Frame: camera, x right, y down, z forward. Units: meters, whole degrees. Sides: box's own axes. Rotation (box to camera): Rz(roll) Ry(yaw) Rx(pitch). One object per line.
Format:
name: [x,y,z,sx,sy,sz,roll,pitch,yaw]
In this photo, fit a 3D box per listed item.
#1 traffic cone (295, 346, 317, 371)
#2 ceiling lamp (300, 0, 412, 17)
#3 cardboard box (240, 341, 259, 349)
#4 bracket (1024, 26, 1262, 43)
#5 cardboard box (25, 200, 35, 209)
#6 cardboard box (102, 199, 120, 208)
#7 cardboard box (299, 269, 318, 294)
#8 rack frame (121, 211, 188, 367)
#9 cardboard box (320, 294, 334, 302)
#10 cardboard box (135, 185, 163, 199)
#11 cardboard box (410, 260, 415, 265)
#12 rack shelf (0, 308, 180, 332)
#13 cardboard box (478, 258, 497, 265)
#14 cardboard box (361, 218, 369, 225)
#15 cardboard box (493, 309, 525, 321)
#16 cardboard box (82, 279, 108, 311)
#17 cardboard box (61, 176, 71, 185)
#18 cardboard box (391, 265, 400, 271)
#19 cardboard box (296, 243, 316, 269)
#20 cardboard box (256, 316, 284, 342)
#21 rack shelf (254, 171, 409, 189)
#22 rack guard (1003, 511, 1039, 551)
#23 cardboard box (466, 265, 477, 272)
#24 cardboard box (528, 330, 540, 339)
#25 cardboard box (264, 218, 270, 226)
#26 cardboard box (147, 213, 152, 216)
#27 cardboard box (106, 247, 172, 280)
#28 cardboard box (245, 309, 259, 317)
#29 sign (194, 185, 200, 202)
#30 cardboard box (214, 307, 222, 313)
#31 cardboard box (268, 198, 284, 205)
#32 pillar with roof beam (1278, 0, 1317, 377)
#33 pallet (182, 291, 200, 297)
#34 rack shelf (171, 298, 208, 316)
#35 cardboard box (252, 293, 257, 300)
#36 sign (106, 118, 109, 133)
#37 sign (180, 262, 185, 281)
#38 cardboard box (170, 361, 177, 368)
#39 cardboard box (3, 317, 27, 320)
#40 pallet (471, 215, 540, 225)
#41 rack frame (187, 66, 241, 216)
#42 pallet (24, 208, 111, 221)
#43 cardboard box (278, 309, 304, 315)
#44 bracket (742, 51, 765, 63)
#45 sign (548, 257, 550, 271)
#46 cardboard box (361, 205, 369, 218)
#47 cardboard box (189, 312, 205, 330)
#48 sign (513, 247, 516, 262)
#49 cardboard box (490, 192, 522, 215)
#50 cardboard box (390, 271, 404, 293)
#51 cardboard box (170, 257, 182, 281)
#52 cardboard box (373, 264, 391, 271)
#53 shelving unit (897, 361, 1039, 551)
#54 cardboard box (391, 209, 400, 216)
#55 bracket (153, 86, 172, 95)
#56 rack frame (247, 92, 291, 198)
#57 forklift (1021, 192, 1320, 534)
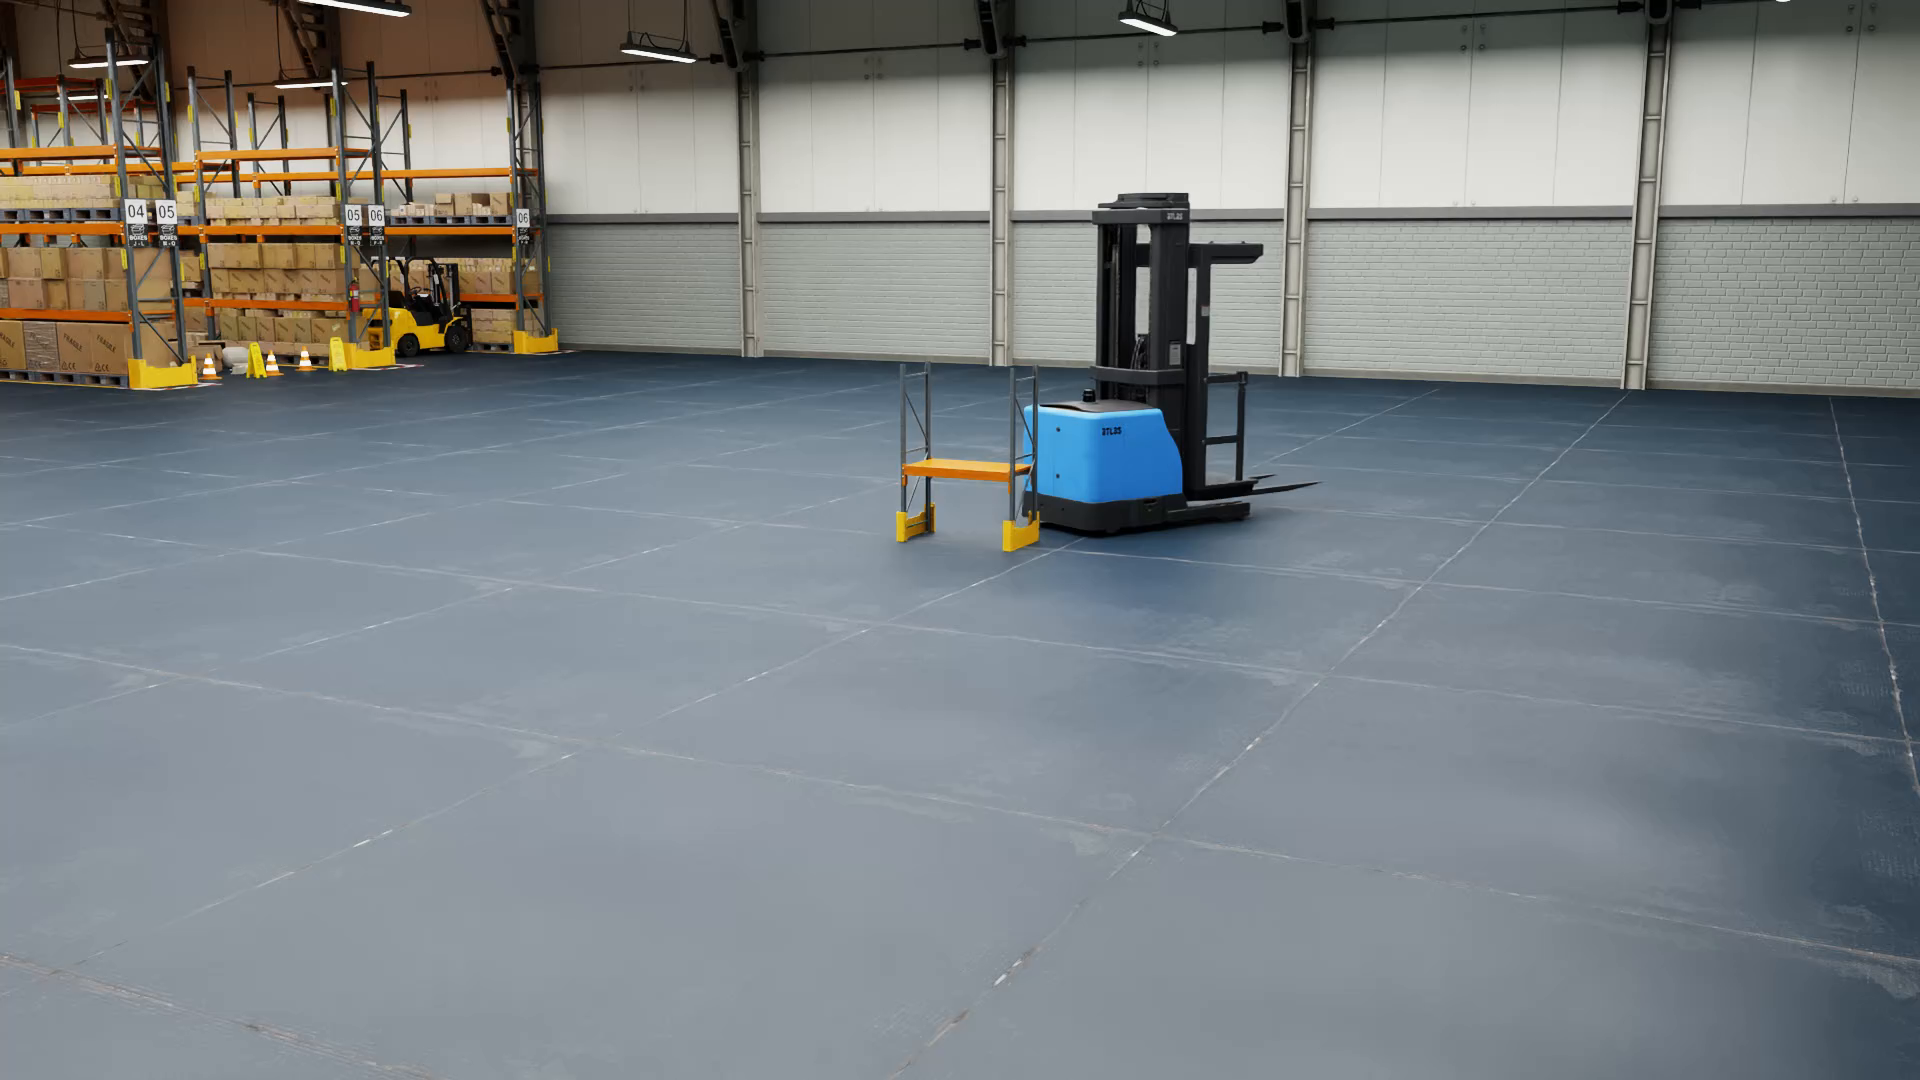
traffic cone: [-12.846,-3.564,32.621,0.334,0.463,0.336,5,11,26]
ceiling lamp: [-8.589,-9.272,23.805,0.800,3.185,2.000,5,11,26]
cardboard box: [-14.583,-4.023,34.577,0.500,0.250,0.500,6,12,29]
bracket: [3.380,-9.460,31.123,4.783,0.066,0.076,5,11,26]
cardboard box: [-16.257,-5.926,29.373,0.250,0.149,0.380,5,11,26]
cardboard box: [-14.437,-5.766,28.488,0.250,0.149,0.380,5,11,26]
cardboard box: [-12.945,-5.219,33.526,0.500,0.500,0.500,5,11,26]
rack frame: [-13.989,-4.185,28.934,0.127,3.000,1.000,5,11,26]
cardboard box: [-12.596,-4.858,33.355,0.250,0.149,0.380,5,11,25]
cardboard box: [-14.308,-6.069,29.044,0.500,0.250,0.500,5,11,26]
cardboard box: [-12.622,-6.510,38.838,0.250,0.149,0.380,5,11,25]
rack shelf: [-15.783,-3.989,29.869,4.000,0.370,1.077,5,11,26]
cardboard box: [-10.783,-6.349,37.949,0.250,0.149,0.380,5,11,26]
cardboard box: [-12.043,-6.414,33.532,0.250,0.149,0.380,5,11,26]
cardboard box: [-10.247,-5.109,37.771,0.500,0.250,0.500,5,12,28]
cardboard box: [-14.845,-4.321,29.262,0.550,0.550,0.875,5,11,26]
cardboard box: [-15.351,-6.239,28.862,0.250,0.149,0.380,5,11,26]
cardboard box: [-13.114,-6.394,39.032,0.250,0.149,0.380,5,11,25]
cardboard box: [-12.895,-5.718,33.478,0.500,0.500,0.700,5,11,26]
cardboard box: [-14.117,-4.351,34.283,0.500,0.500,0.500,6,12,29]
rack shelf: [-15.077,-8.651,39.906,4.000,0.370,1.077,5,11,26]
rack guard: [0.515,-0.078,13.958,0.087,0.250,0.587,5,11,26]
cardboard box: [-11.057,-6.208,38.009,0.250,0.149,0.380,5,11,24]
cardboard box: [-10.050,-4.701,38.322,0.500,0.250,0.500,5,11,26]
cardboard box: [-13.921,-6.466,33.817,0.250,0.149,0.380,5,11,26]
cardboard box: [-16.973,-7.012,35.371,0.500,0.250,0.500,5,11,27]
cardboard box: [-14.305,-4.826,29.020,0.550,0.550,0.875,5,11,26]
cardboard box: [-14.520,-4.692,34.346,0.250,0.149,0.380,6,12,28]
sign: [-15.719,-7.135,34.248,0.005,0.325,0.100,5,11,26]
cardboard box: [-18.602,-5.811,41.932,0.250,0.149,0.380,4,11,23]
cardboard box: [-13.713,-6.824,33.555,0.250,0.149,0.380,5,12,27]
pillar with roof beam: [4.315,-6.822,26.656,0.548,9.000,9.100,5,11,26]
pallet: [-17.270,-5.371,36.020,1.213,0.211,1.003,5,11,26]
rack shelf: [-17.270,-5.103,36.022,4.000,0.370,1.077,5,11,26]
cardboard box: [-14.376,-5.031,34.310,0.250,0.149,0.380,5,11,26]
sign: [-18.832,-9.152,36.688,0.005,0.325,0.100,5,11,26]
sign: [-13.738,-4.739,29.337,0.005,0.325,0.100,5,11,26]
cardboard box: [-15.220,-3.314,31.796,0.258,0.266,0.396,7,13,36]
cardboard box: [-21.246,-4.985,38.137,0.875,0.875,0.875,5,12,27]
pallet: [-10.319,-7.269,37.799,1.213,0.211,1.003,5,11,26]
rack frame: [-15.477,-8.251,34.553,0.127,3.000,1.000,5,11,26]
pallet: [-15.757,-5.771,29.518,1.213,0.211,1.003,5,11,26]
cardboard box: [-16.317,-5.394,41.101,0.625,0.625,0.875,5,12,28]
bracket: [-4.326,-10.137,34.865,0.430,0.232,0.235,5,11,26]
sign: [-9.446,-6.330,38.131,0.005,0.325,0.100,5,11,26]
cardboard box: [-12.222,-6.615,33.520,0.500,0.250,0.500,5,11,25]
cardboard box: [-19.196,-5.545,42.284,0.500,0.500,0.500,5,11,24]
sign: [-9.949,-6.378,37.131,0.005,0.325,0.100,5,11,26]
cardboard box: [-10.201,-7.554,37.383,0.500,0.500,0.500,5,12,28]
cardboard box: [-13.001,-6.065,39.037,0.500,0.500,0.500,5,11,24]
cardboard box: [-16.438,-5.740,35.228,0.500,0.500,0.500,5,11,26]
cardboard box: [-13.688,-6.452,39.355,0.250,0.149,0.380,5,12,28]
shelving unit: [0.068,-0.732,14.063,1.083,1.500,0.587,5,11,26]
cardboard box: [-13.016,-7.617,38.715,0.250,0.149,0.380,5,12,27]
bracket: [-20.468,-11.555,42.702,0.430,0.232,0.235,5,11,26]
rack frame: [-16.871,-9.359,40.677,0.127,3.000,1.000,5,11,26]
forklift: [2.051,-1.675,15.254,3.031,2.935,1.130,-7,13,-35]
